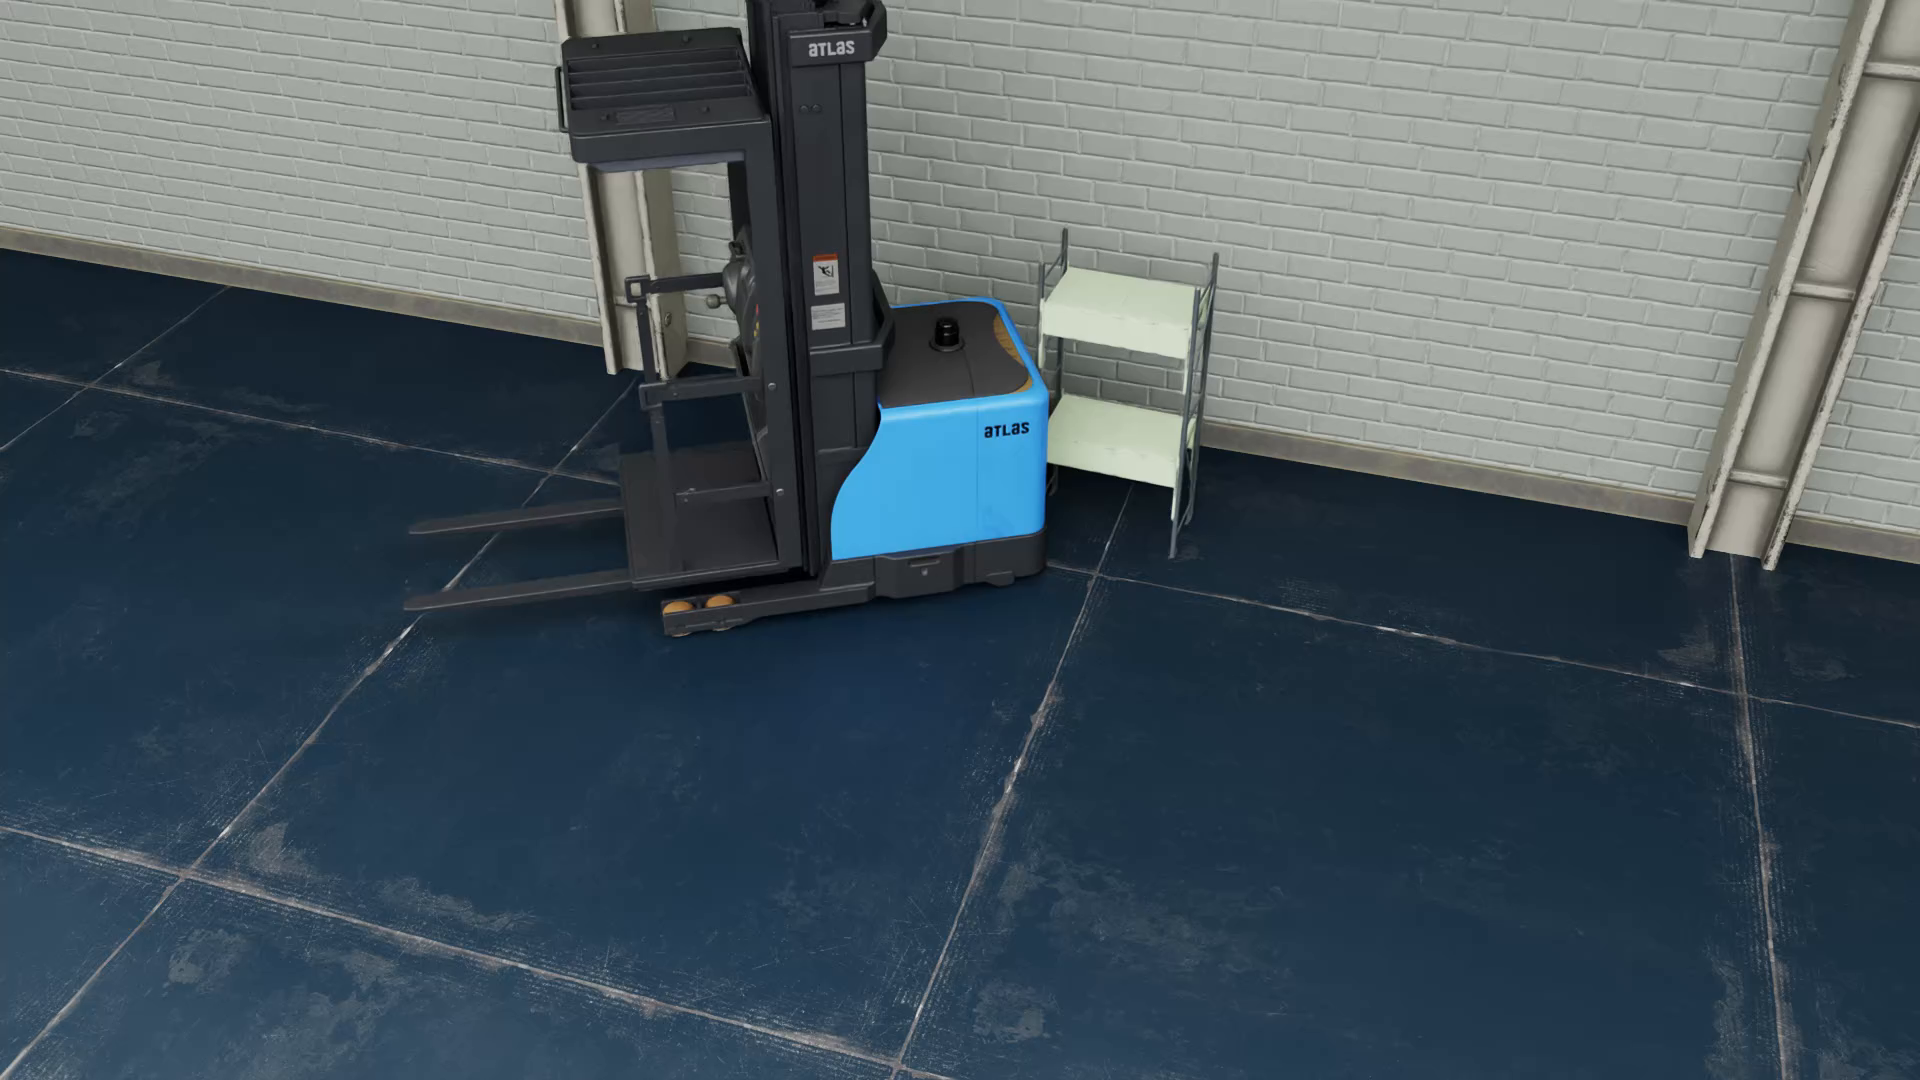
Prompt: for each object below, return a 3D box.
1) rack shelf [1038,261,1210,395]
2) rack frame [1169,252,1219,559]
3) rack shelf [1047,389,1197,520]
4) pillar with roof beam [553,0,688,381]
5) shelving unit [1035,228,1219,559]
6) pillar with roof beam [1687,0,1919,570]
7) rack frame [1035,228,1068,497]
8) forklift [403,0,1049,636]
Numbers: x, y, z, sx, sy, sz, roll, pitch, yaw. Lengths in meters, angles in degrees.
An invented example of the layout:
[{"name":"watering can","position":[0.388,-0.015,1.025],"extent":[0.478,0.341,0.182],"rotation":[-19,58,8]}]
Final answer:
[{"name":"rack shelf","position":[0.782,-1.011,7.885],"extent":[0.720,0.370,0.431],"rotation":[12,38,16]},{"name":"rack frame","position":[1.126,-0.622,8.015],"extent":[0.023,1.500,0.400],"rotation":[12,38,16]},{"name":"rack shelf","position":[0.782,-0.434,8.310],"extent":[0.720,0.370,0.431],"rotation":[12,38,16]},{"name":"pillar with roof beam","position":[-3.122,-2.219,3.859],"extent":[0.400,9.000,9.100],"rotation":[10,38,14]},{"name":"shelving unit","position":[0.782,-0.697,8.116],"extent":[0.755,1.500,0.431],"rotation":[12,38,16]},{"name":"pillar with roof beam","position":[2.605,-1.159,2.418],"extent":[0.400,9.000,9.100],"rotation":[10,38,14]},{"name":"rack frame","position":[0.438,-0.771,8.218],"extent":[0.023,1.500,0.400],"rotation":[12,38,16]},{"name":"forklift","position":[-1.151,-1.072,7.418],"extent":[3.031,2.935,1.130],"rotation":[-8,37,-10]}]
